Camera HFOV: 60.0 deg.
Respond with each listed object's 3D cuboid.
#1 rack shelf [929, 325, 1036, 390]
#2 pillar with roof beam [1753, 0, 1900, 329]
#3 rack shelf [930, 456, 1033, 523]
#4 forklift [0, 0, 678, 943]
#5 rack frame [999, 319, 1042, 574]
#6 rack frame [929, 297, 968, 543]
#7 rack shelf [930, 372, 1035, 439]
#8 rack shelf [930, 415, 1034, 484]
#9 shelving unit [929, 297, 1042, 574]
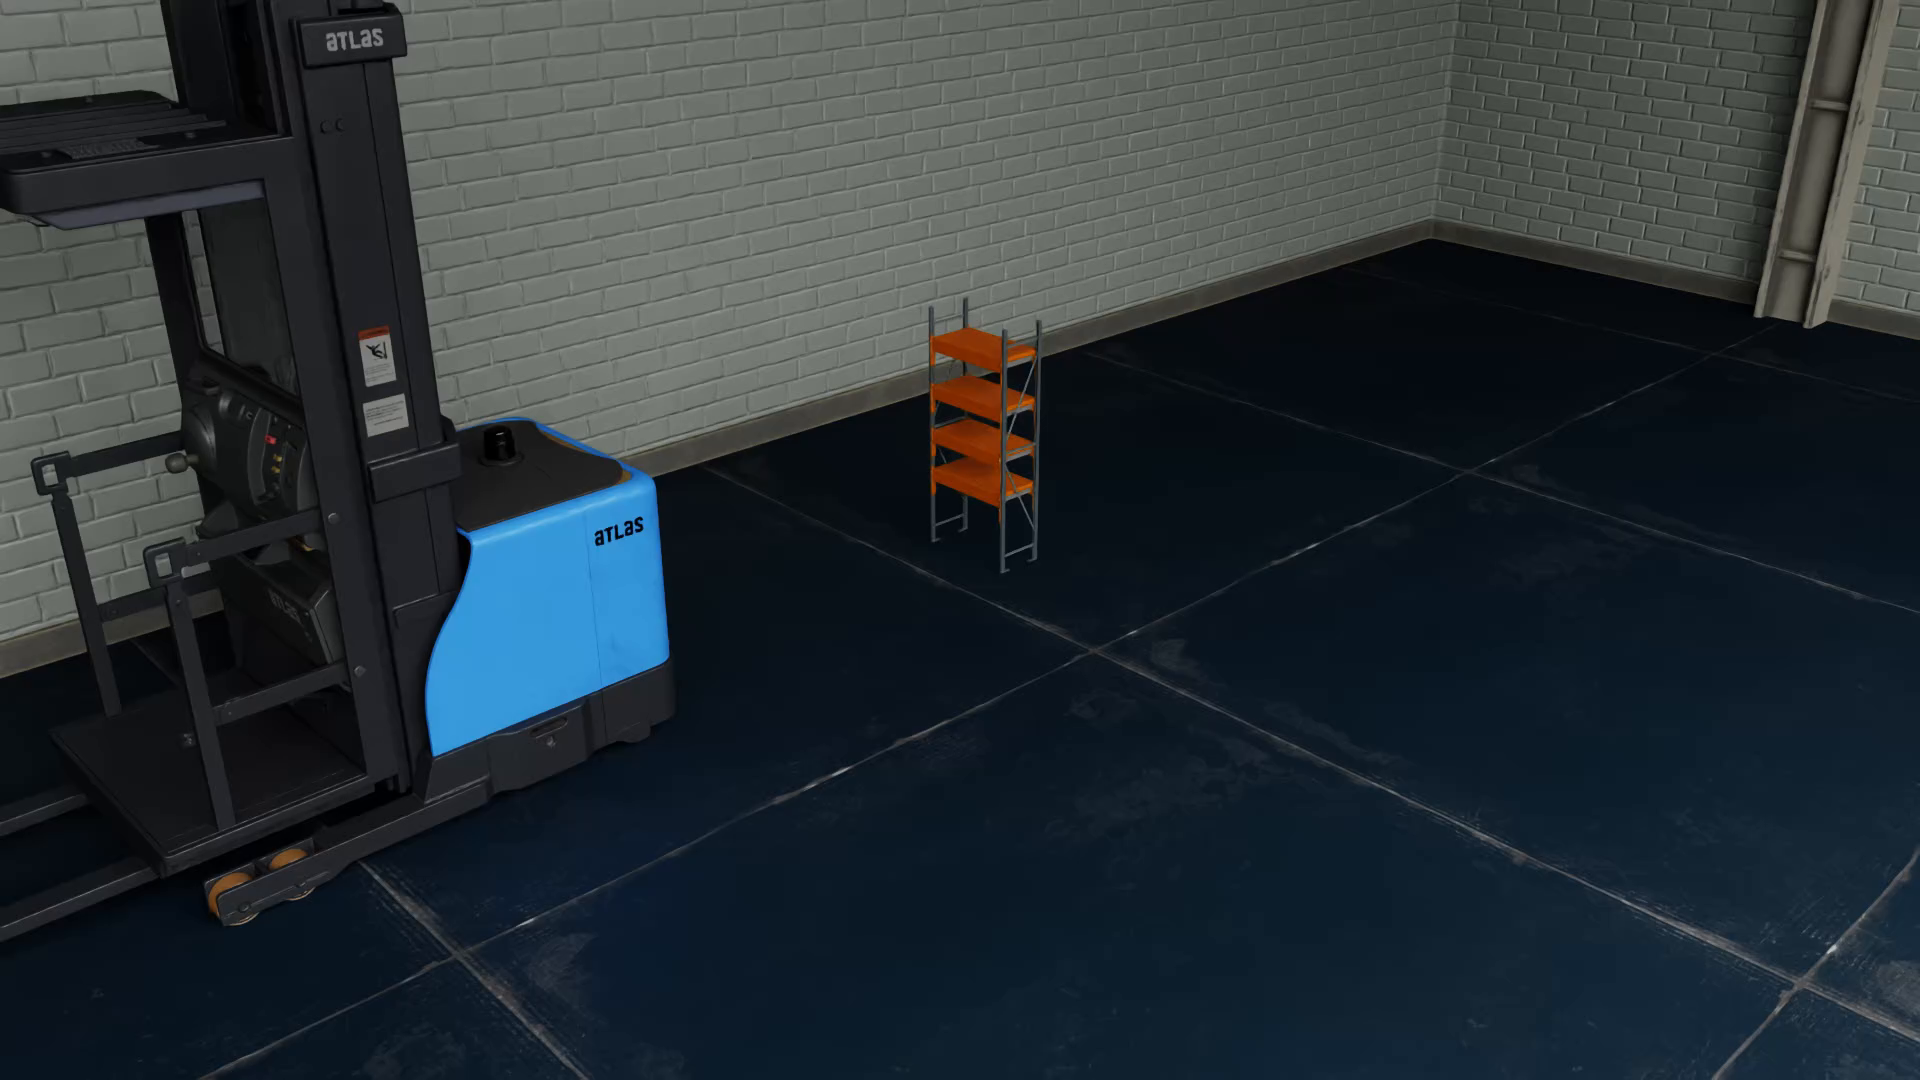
[{"bbox_3d":[0.113,-0.853,7.728,0.258,0.148,0.480,-21,32,-38],"label":"rack shelf"},{"bbox_3d":[2.680,-4.429,7.117,9.100,9.000,0.400,-21,32,-38],"label":"pillar with roof beam"},{"bbox_3d":[0.113,-0.254,8.001,0.258,0.148,0.480,-21,32,-38],"label":"rack shelf"},{"bbox_3d":[-2.526,-0.309,5.396,3.031,2.935,1.130,-22,33,-39],"label":"forklift"},{"bbox_3d":[0.280,-0.422,7.729,0.240,1.200,0.015,-21,32,-38],"label":"rack frame"},{"bbox_3d":[-0.054,-0.570,8.053,0.240,1.200,0.015,-21,32,-38],"label":"rack frame"},{"bbox_3d":[0.113,-0.638,7.826,0.258,0.148,0.480,-21,32,-38],"label":"rack shelf"},{"bbox_3d":[0.113,-0.435,7.919,0.258,0.148,0.480,-21,32,-38],"label":"rack shelf"},{"bbox_3d":[0.113,-0.496,7.891,0.258,1.200,0.503,-21,32,-38],"label":"shelving unit"}]
